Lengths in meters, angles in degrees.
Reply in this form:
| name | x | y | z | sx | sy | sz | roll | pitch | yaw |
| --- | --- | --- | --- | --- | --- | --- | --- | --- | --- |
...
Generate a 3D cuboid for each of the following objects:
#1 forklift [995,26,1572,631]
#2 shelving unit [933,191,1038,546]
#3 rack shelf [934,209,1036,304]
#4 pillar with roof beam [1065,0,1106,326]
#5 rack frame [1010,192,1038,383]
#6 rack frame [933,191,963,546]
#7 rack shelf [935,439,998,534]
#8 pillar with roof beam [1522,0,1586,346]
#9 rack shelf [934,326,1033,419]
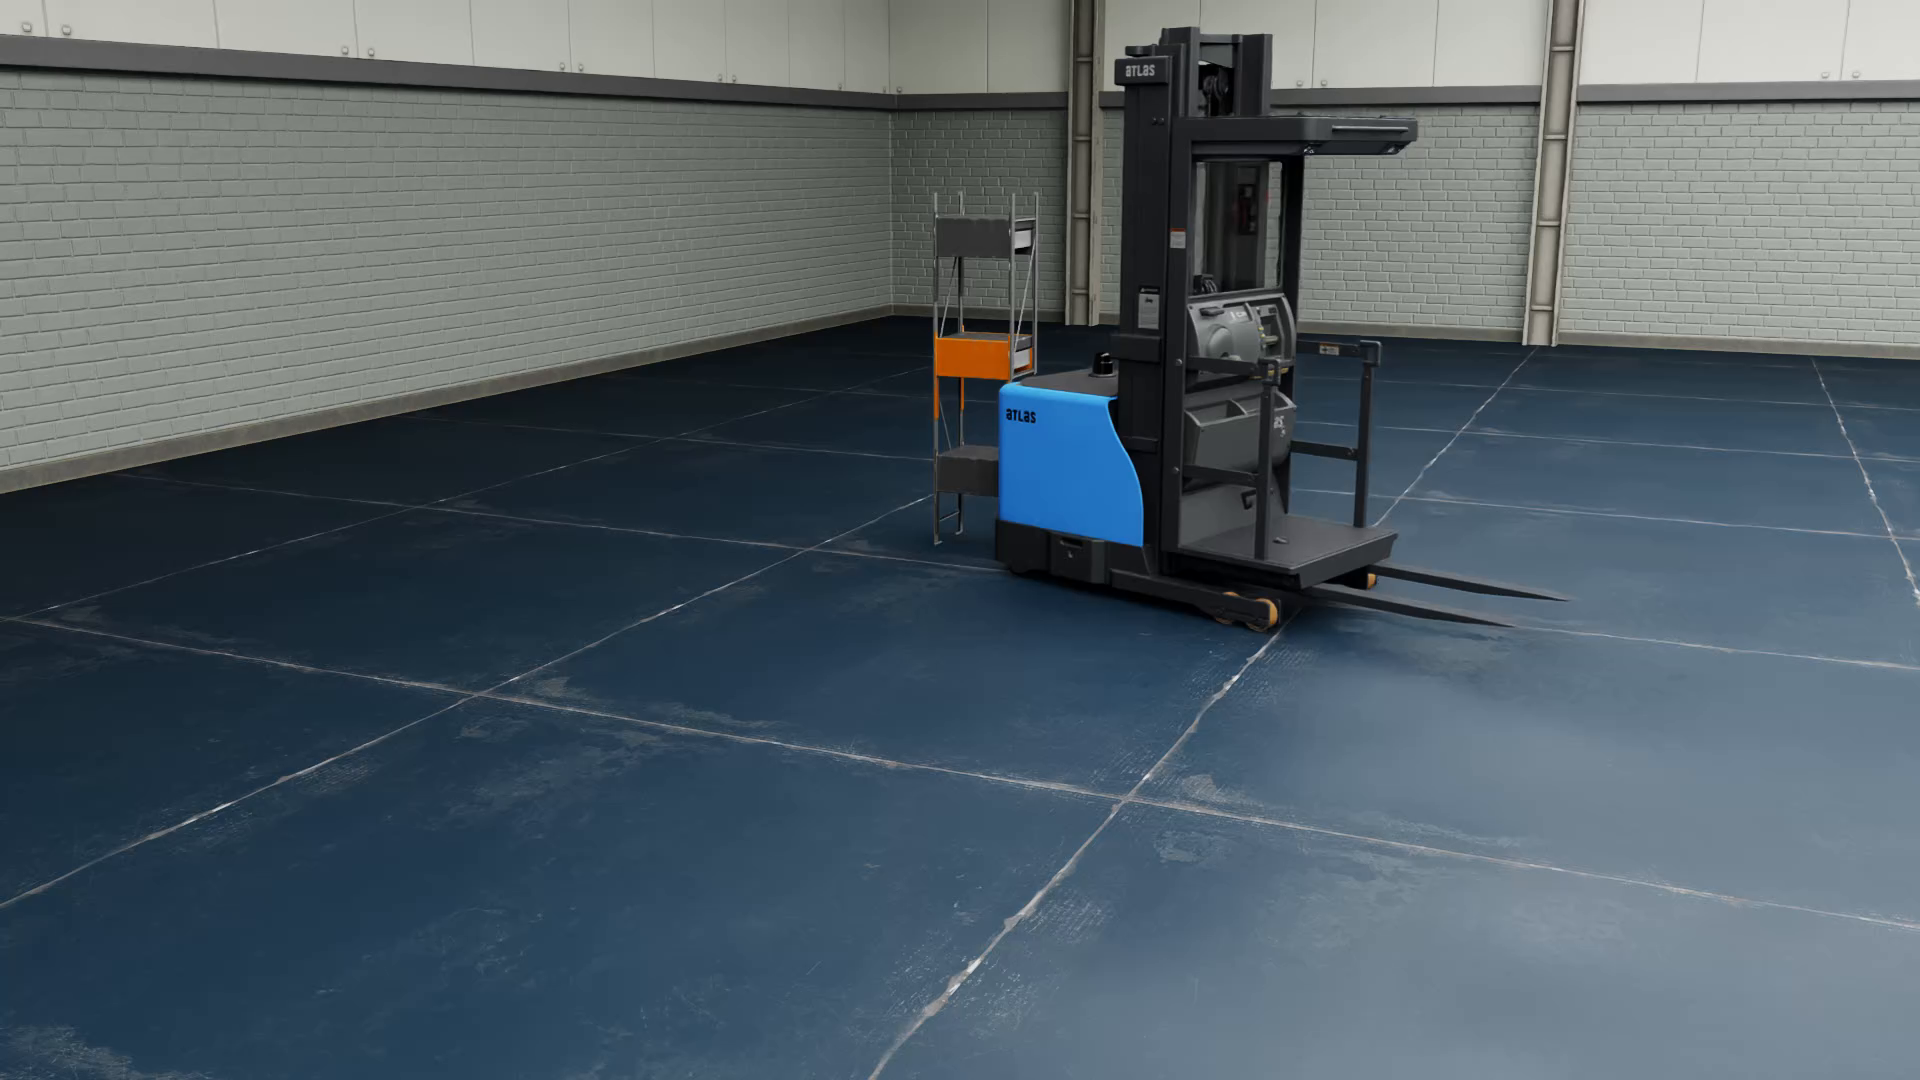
| name | x | y | z | sx | sy | sz | roll | pitch | yaw |
| --- | --- | --- | --- | --- | --- | --- | --- | --- | --- |
| forklift | 1.631 | -1.105 | 8.548 | 3.031 | 2.935 | 1.130 | 12 | 18 | 41 |
| shelving unit | 0.151 | -1.007 | 9.950 | 0.503 | 2.100 | 0.431 | 6 | 14 | 23 |
| rack shelf | 0.151 | -1.675 | 9.793 | 0.480 | 0.518 | 0.431 | 6 | 14 | 23 |
| pillar with roof beam | -0.059 | -6.456 | 18.070 | 0.400 | 9.000 | 9.100 | 6 | 14 | 23 |
| rack frame | 0.374 | -0.984 | 9.853 | 0.015 | 2.100 | 0.400 | 6 | 14 | 23 |
| rack frame | -0.072 | -1.029 | 10.046 | 0.015 | 2.100 | 0.400 | 6 | 14 | 23 |
| rack shelf | 0.151 | -0.312 | 10.113 | 0.480 | 0.518 | 0.431 | 6 | 14 | 23 |
| pillar with roof beam | 5.427 | -5.901 | 15.704 | 0.400 | 9.000 | 9.100 | 6 | 14 | 23 |
| rack shelf | 0.151 | -0.994 | 9.953 | 0.480 | 0.518 | 0.431 | 6 | 14 | 23 |
